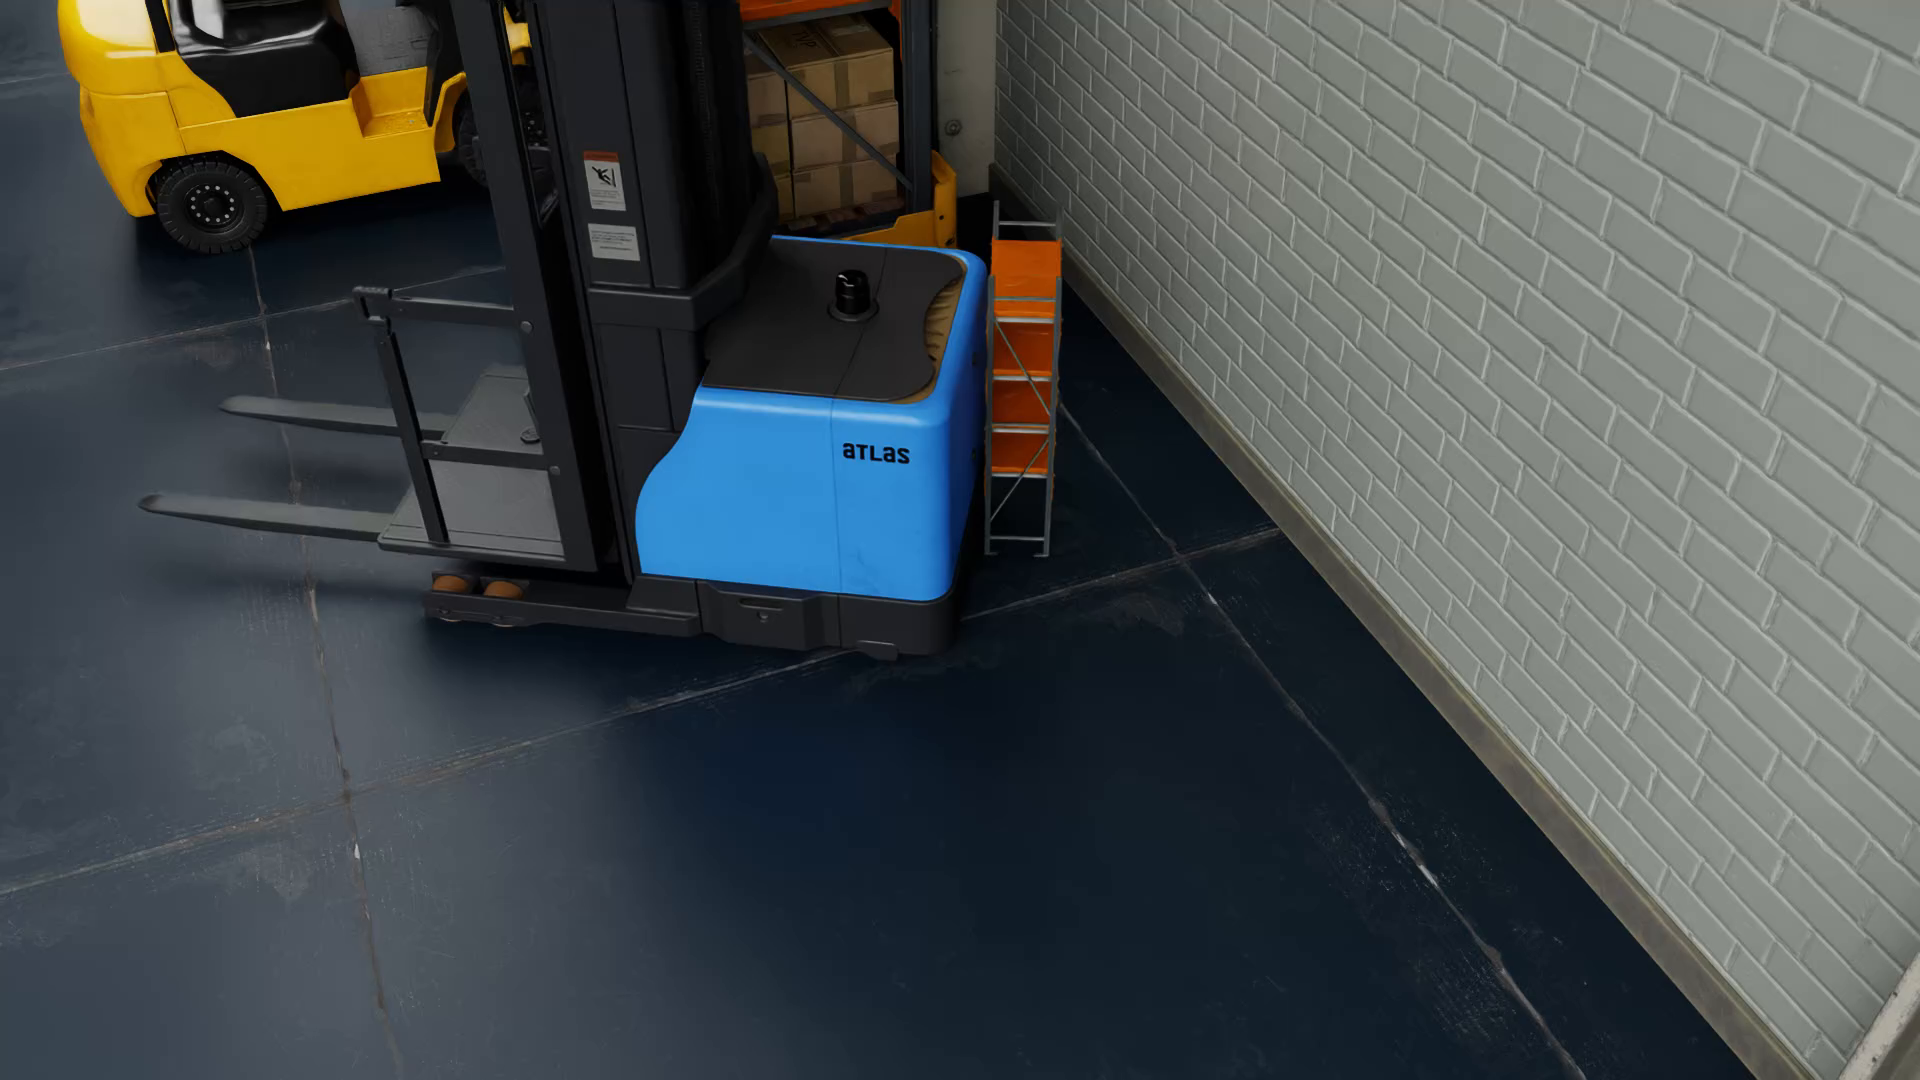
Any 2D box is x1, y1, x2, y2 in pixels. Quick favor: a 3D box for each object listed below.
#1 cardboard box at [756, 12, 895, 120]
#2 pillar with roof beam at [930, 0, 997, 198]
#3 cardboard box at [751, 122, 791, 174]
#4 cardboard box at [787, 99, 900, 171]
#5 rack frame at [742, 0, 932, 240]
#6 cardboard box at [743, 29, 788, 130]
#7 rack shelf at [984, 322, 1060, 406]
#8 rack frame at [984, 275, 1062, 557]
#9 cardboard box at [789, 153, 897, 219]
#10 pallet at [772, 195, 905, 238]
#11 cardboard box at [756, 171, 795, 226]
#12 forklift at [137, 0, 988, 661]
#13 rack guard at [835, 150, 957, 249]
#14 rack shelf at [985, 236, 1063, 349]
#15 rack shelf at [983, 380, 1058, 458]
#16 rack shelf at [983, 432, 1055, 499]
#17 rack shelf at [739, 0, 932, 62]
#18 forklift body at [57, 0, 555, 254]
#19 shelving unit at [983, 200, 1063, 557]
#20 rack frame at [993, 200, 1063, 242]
[{"bbox_3d":[-0.618,-2.148,7.467,0.500,0.250,0.500,-16,43,-18],"label":"cardboard box"},{"bbox_3d":[-4.020,-4.160,4.186,9.100,9.000,0.400,-15,43,-17],"label":"pillar with roof beam"},{"bbox_3d":[-1.084,-1.837,7.489,0.500,0.250,0.500,-16,43,-17],"label":"cardboard box"},{"bbox_3d":[-0.597,-1.957,7.628,0.500,0.250,0.500,-14,43,-16],"label":"cardboard box"},{"bbox_3d":[-0.609,-2.315,6.642,1.000,3.000,0.127,-15,43,-17],"label":"rack frame"},{"bbox_3d":[-1.073,-2.011,7.308,0.500,0.250,0.500,-14,43,-15],"label":"cardboard box"},{"bbox_3d":[0.224,-0.677,5.877,0.258,0.148,0.480,2,41,2],"label":"rack shelf"},{"bbox_3d":[0.212,-0.399,5.794,0.240,1.200,0.015,2,41,2],"label":"rack frame"},{"bbox_3d":[-0.616,-1.777,7.802,0.500,0.250,0.500,-15,43,-17],"label":"cardboard box"},{"bbox_3d":[-0.940,-1.708,8.075,1.003,0.211,1.213,-15,43,-17],"label":"pallet"},{"bbox_3d":[-1.081,-1.636,7.639,0.500,0.250,0.500,-15,43,-17],"label":"cardboard box"},{"bbox_3d":[-1.452,-1.137,5.324,3.031,2.935,1.130,6,41,6],"label":"forklift"},{"bbox_3d":[-0.600,-1.353,7.440,1.175,0.500,0.348,-15,43,-17],"label":"rack guard"},{"bbox_3d":[0.224,-0.856,5.722,0.258,0.148,0.480,2,41,2],"label":"rack shelf"},{"bbox_3d":[0.223,-0.507,6.022,0.258,0.148,0.480,2,41,2],"label":"rack shelf"},{"bbox_3d":[0.223,-0.357,6.152,0.258,0.148,0.480,2,41,2],"label":"rack shelf"},{"bbox_3d":[-1.374,-3.247,8.277,1.077,0.370,4.000,-15,43,-17],"label":"rack shelf"},{"bbox_3d":[-3.020,-2.681,7.718,2.313,2.155,1.214,-15,43,-17],"label":"forklift body"},{"bbox_3d":[0.223,-0.558,5.979,0.258,1.200,0.503,2,41,2],"label":"shelving unit"},{"bbox_3d":[0.235,-0.717,6.163,0.240,1.200,0.015,2,41,2],"label":"rack frame"}]
